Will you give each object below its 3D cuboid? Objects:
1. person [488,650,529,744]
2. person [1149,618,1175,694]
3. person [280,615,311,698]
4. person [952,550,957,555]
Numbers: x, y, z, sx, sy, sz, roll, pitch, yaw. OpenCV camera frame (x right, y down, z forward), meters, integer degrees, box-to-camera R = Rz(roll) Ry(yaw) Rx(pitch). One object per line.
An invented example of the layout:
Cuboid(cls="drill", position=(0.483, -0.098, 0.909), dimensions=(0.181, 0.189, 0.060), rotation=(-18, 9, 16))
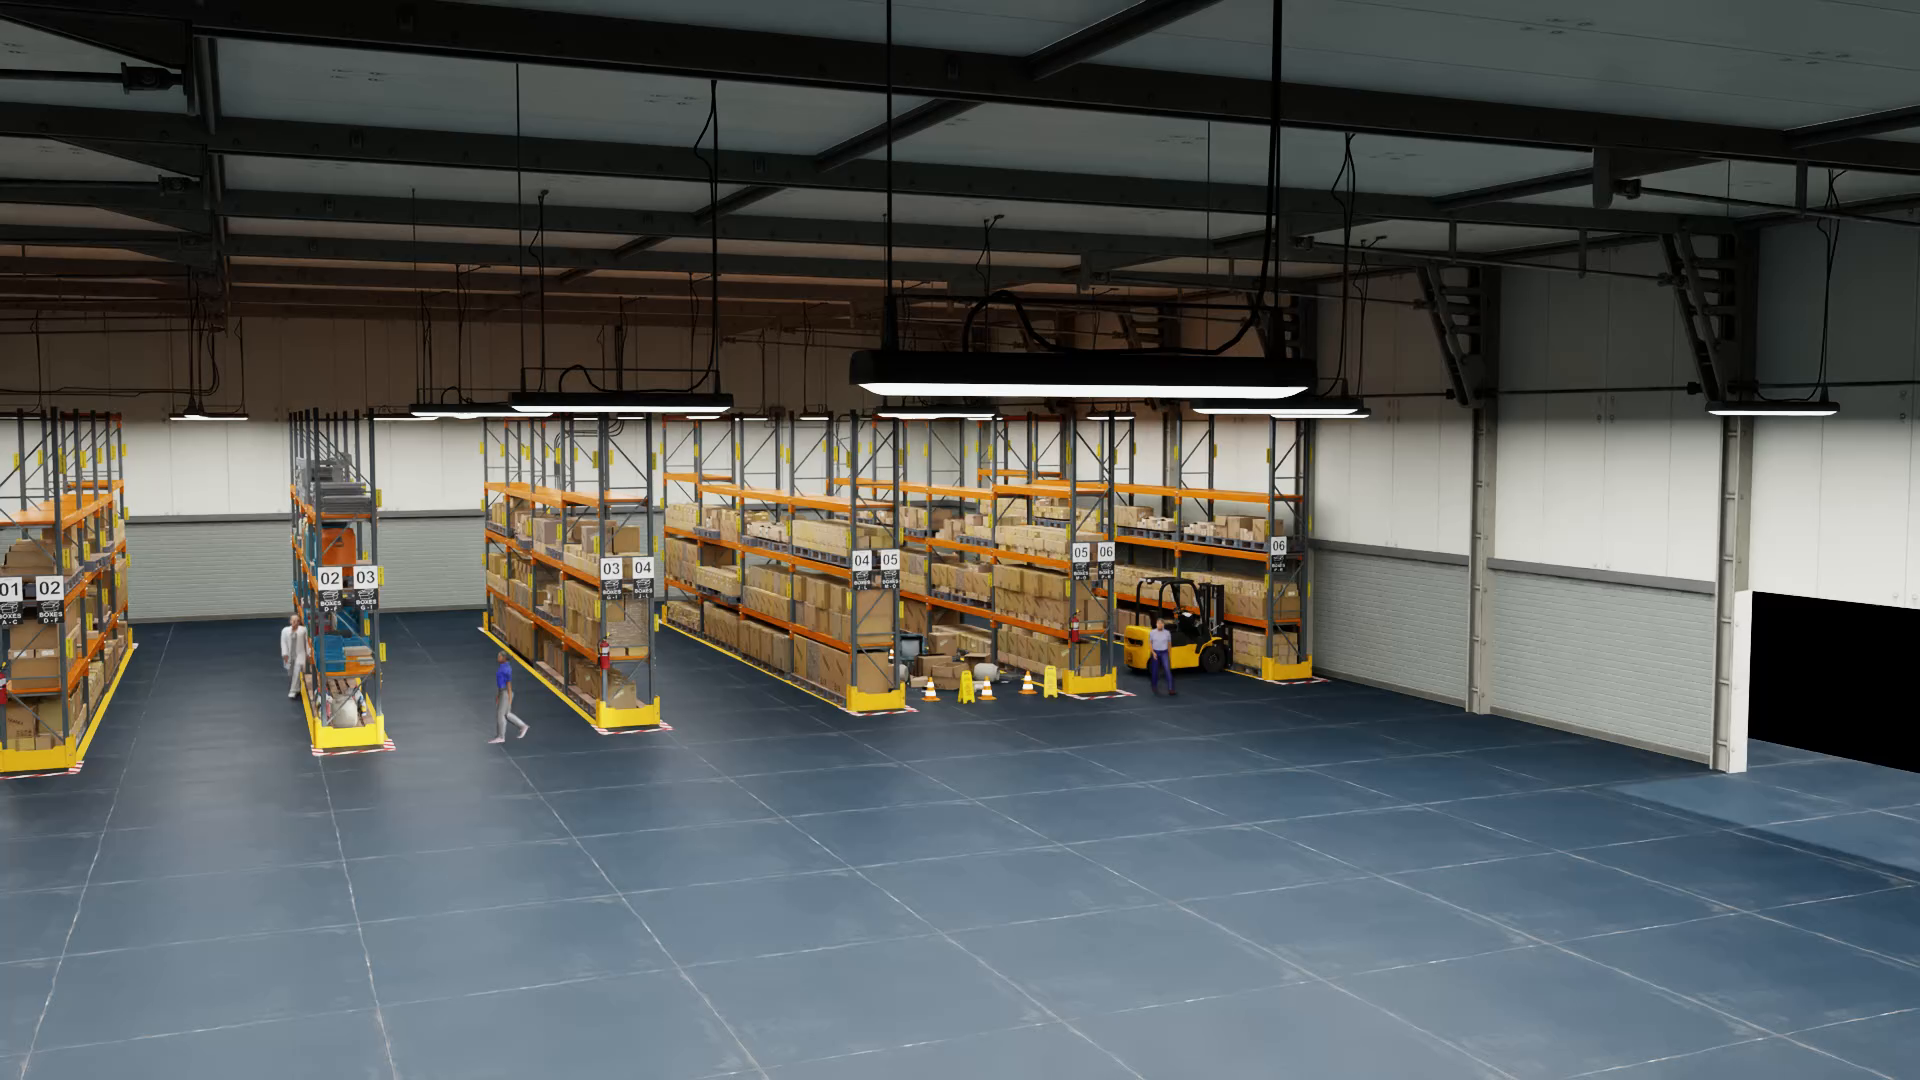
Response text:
Cuboid(cls="person", position=(-8.138, 2.800, 29.932), dimensions=(0.733, 1.645, 0.428), rotation=(-1, 4, -20))
Cuboid(cls="person", position=(4.302, 2.457, 35.280), dimensions=(0.606, 1.605, 0.789), rotation=(1, 4, 13))
Cuboid(cls="person", position=(-13.932, 2.421, 34.841), dimensions=(0.568, 1.705, 1.165), rotation=(-1, 4, -8))
Cuboid(cls="person", position=(-0.158, 1.158, 53.069), dimensions=(0.547, 1.659, 0.465), rotation=(-2, 4, -26))
